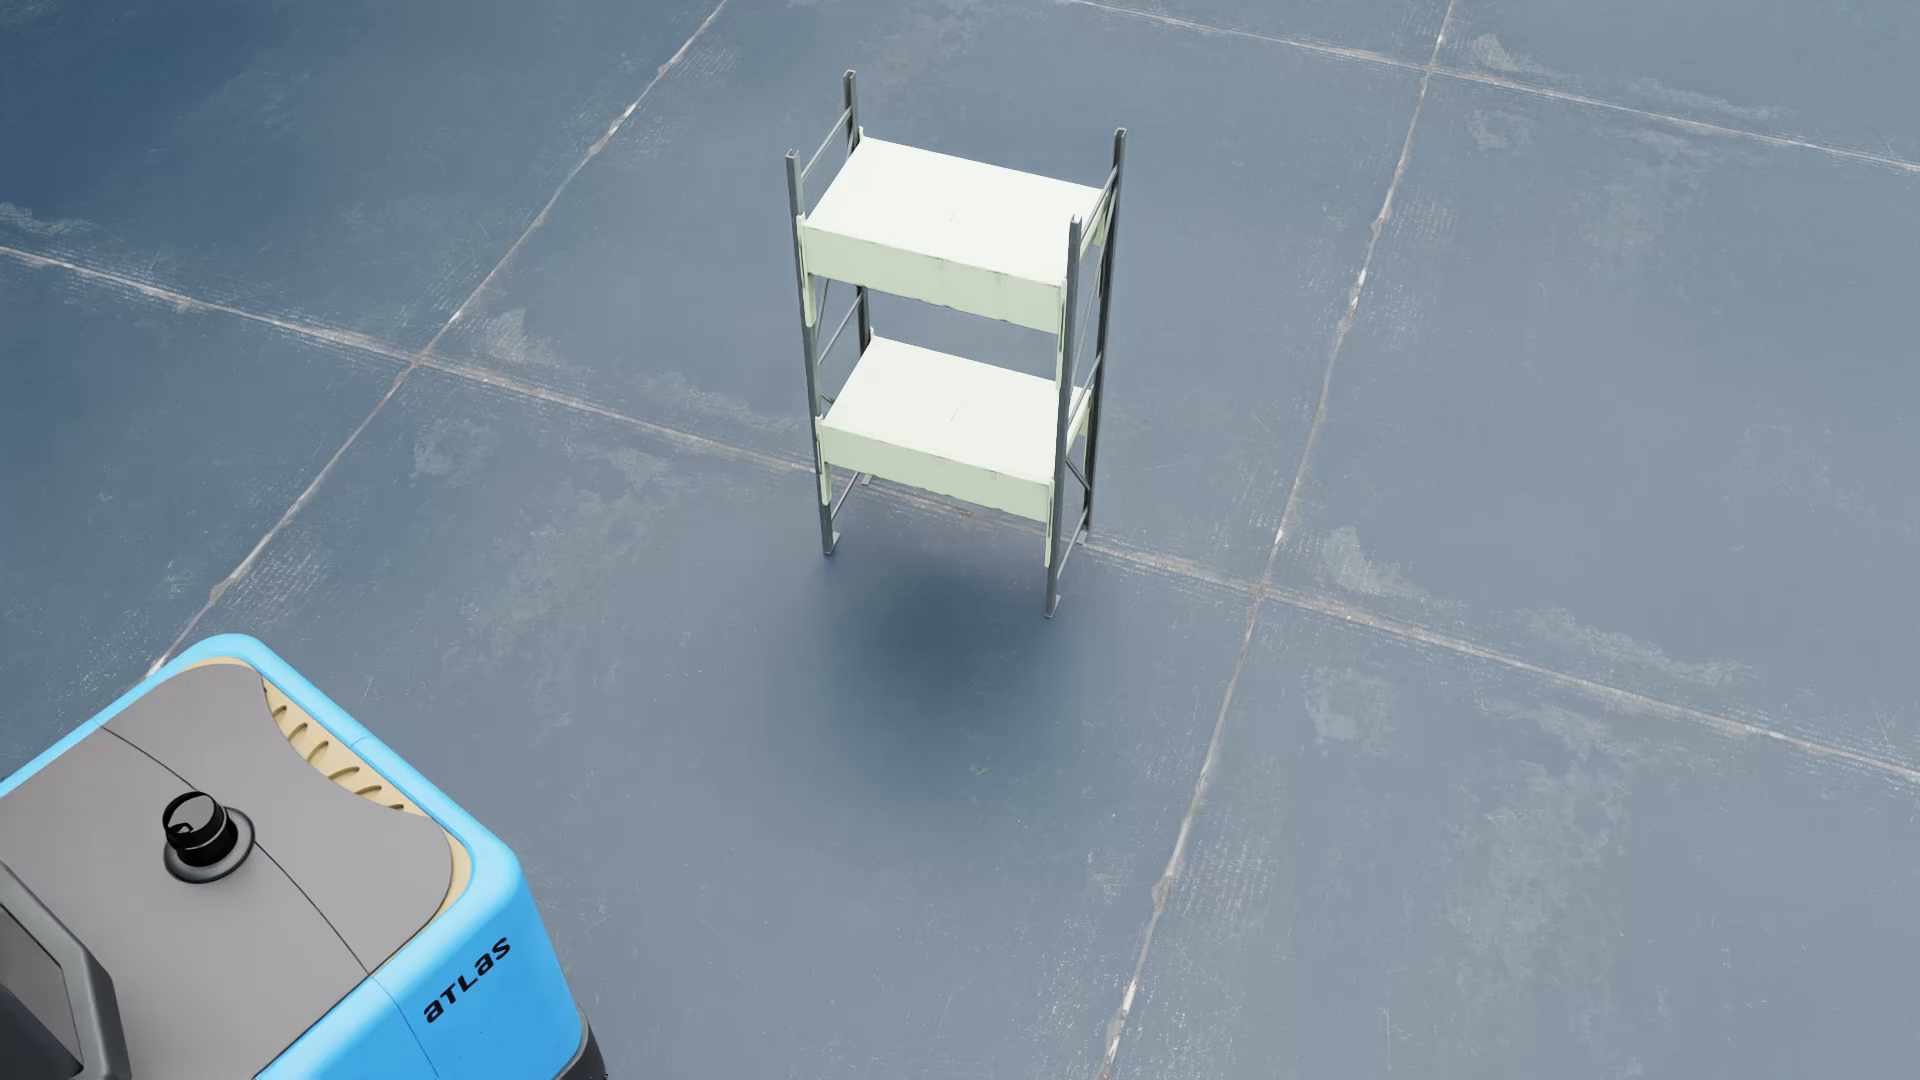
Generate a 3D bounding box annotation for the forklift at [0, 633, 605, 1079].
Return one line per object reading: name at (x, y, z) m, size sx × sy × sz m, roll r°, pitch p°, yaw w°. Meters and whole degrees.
forklift at (-2.176, 1.019, 2.427) m, size 1.130 × 2.935 × 3.031 m, roll 31°, pitch 56°, yaw 24°

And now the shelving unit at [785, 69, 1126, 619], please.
shelving unit at (-0.006, -0.493, 4.685) m, size 0.755 × 1.500 × 0.431 m, roll 16°, pitch 51°, yaw 13°

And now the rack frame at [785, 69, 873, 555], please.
rack frame at (-0.350, -0.589, 4.768) m, size 0.023 × 1.500 × 0.400 m, roll 16°, pitch 51°, yaw 13°

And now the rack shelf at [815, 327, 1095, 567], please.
rack shelf at (-0.006, -0.279, 4.931) m, size 0.720 × 0.370 × 0.431 m, roll 16°, pitch 51°, yaw 13°

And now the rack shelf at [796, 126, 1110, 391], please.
rack shelf at (-0.006, -0.749, 4.390) m, size 0.720 × 0.370 × 0.431 m, roll 16°, pitch 51°, yaw 13°

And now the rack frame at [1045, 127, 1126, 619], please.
rack frame at (0.337, -0.397, 4.602) m, size 0.023 × 1.500 × 0.400 m, roll 16°, pitch 51°, yaw 13°
